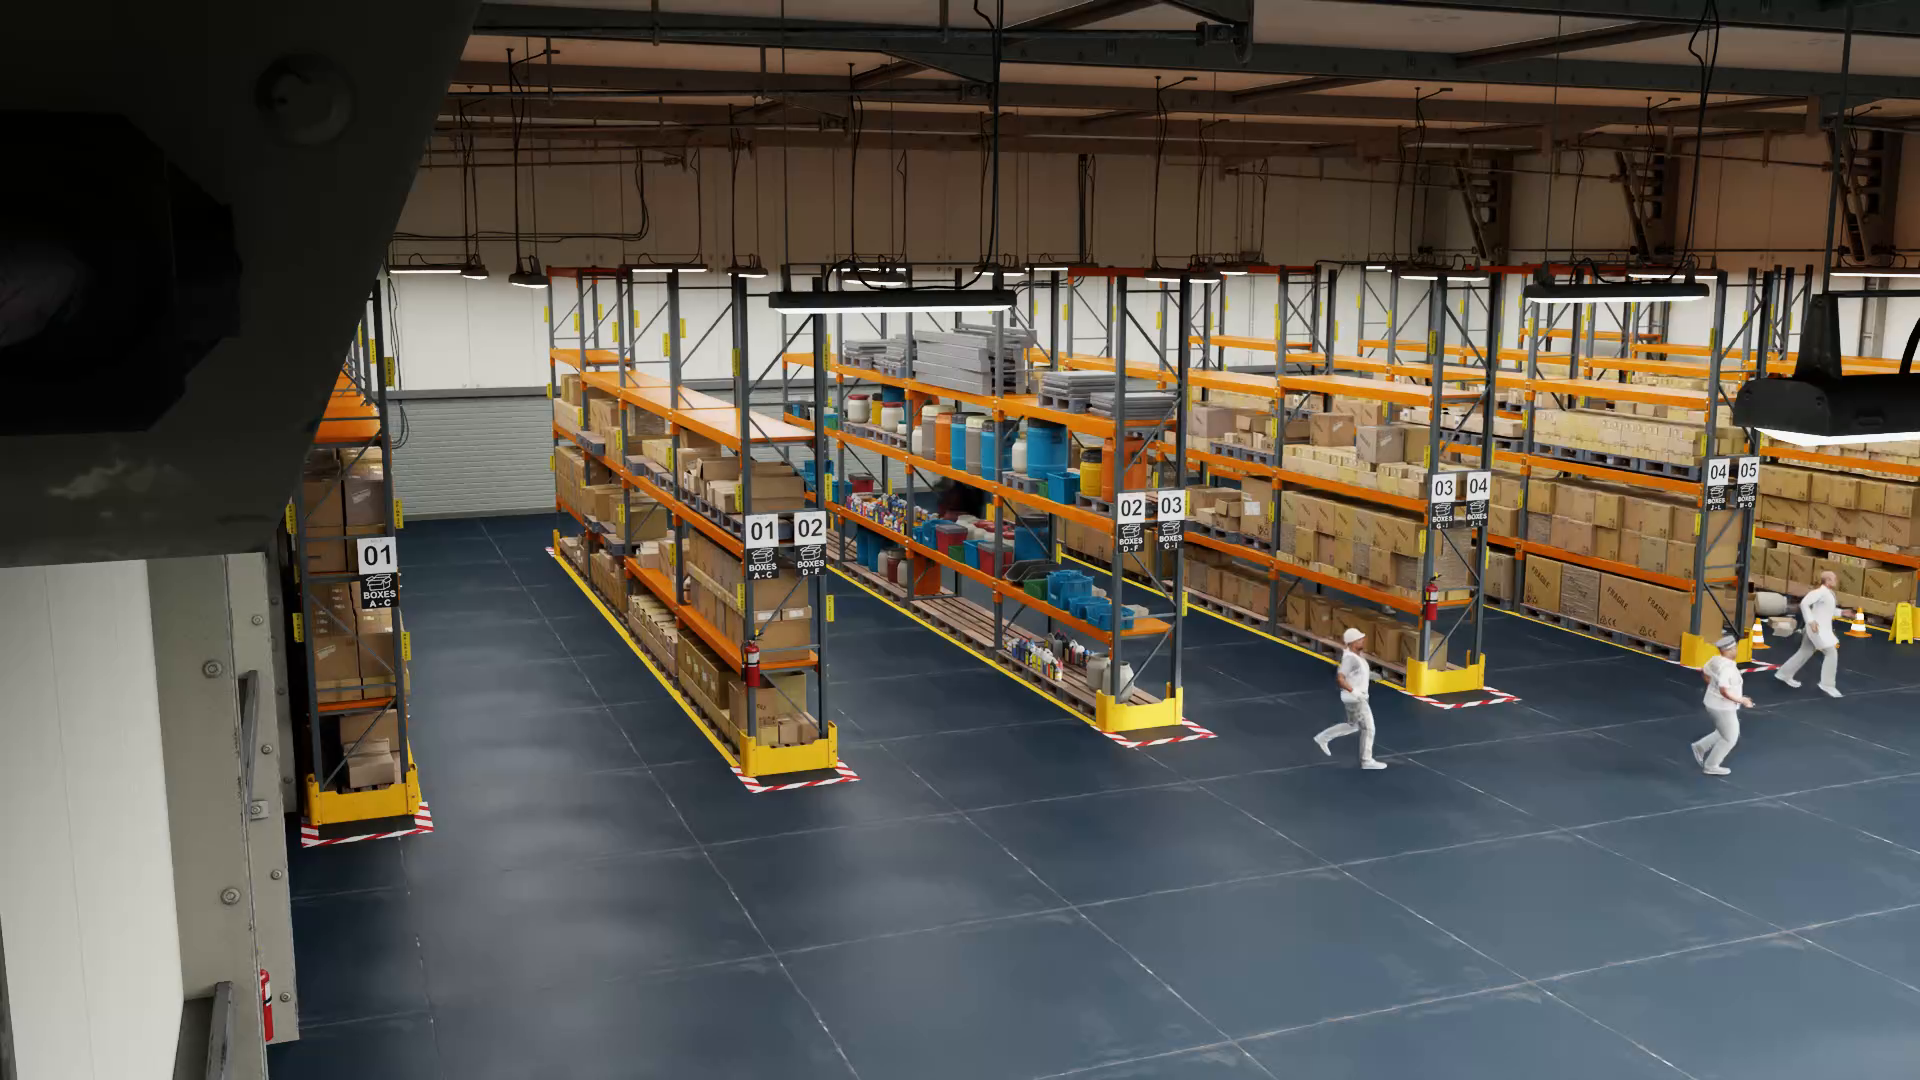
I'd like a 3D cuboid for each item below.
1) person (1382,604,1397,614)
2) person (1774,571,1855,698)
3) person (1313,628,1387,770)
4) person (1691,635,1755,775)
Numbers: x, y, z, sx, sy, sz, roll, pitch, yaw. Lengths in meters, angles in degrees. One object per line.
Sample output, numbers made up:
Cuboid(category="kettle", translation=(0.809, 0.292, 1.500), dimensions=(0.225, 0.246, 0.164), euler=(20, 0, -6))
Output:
Cuboid(category="person", translation=(7.524, 0.443, 29.126), dimensions=(0.668, 1.721, 0.576), euler=(-5, 11, -27))
Cuboid(category="person", translation=(12.327, 1.333, 23.942), dimensions=(0.964, 1.824, 0.642), euler=(5, 11, 25))
Cuboid(category="person", translation=(4.818, 1.946, 20.427), dimensions=(0.893, 1.758, 0.698), euler=(2, 10, 11))
Cuboid(category="person", translation=(9.259, 2.002, 20.163), dimensions=(0.596, 1.730, 0.640), euler=(1, 10, 8))
